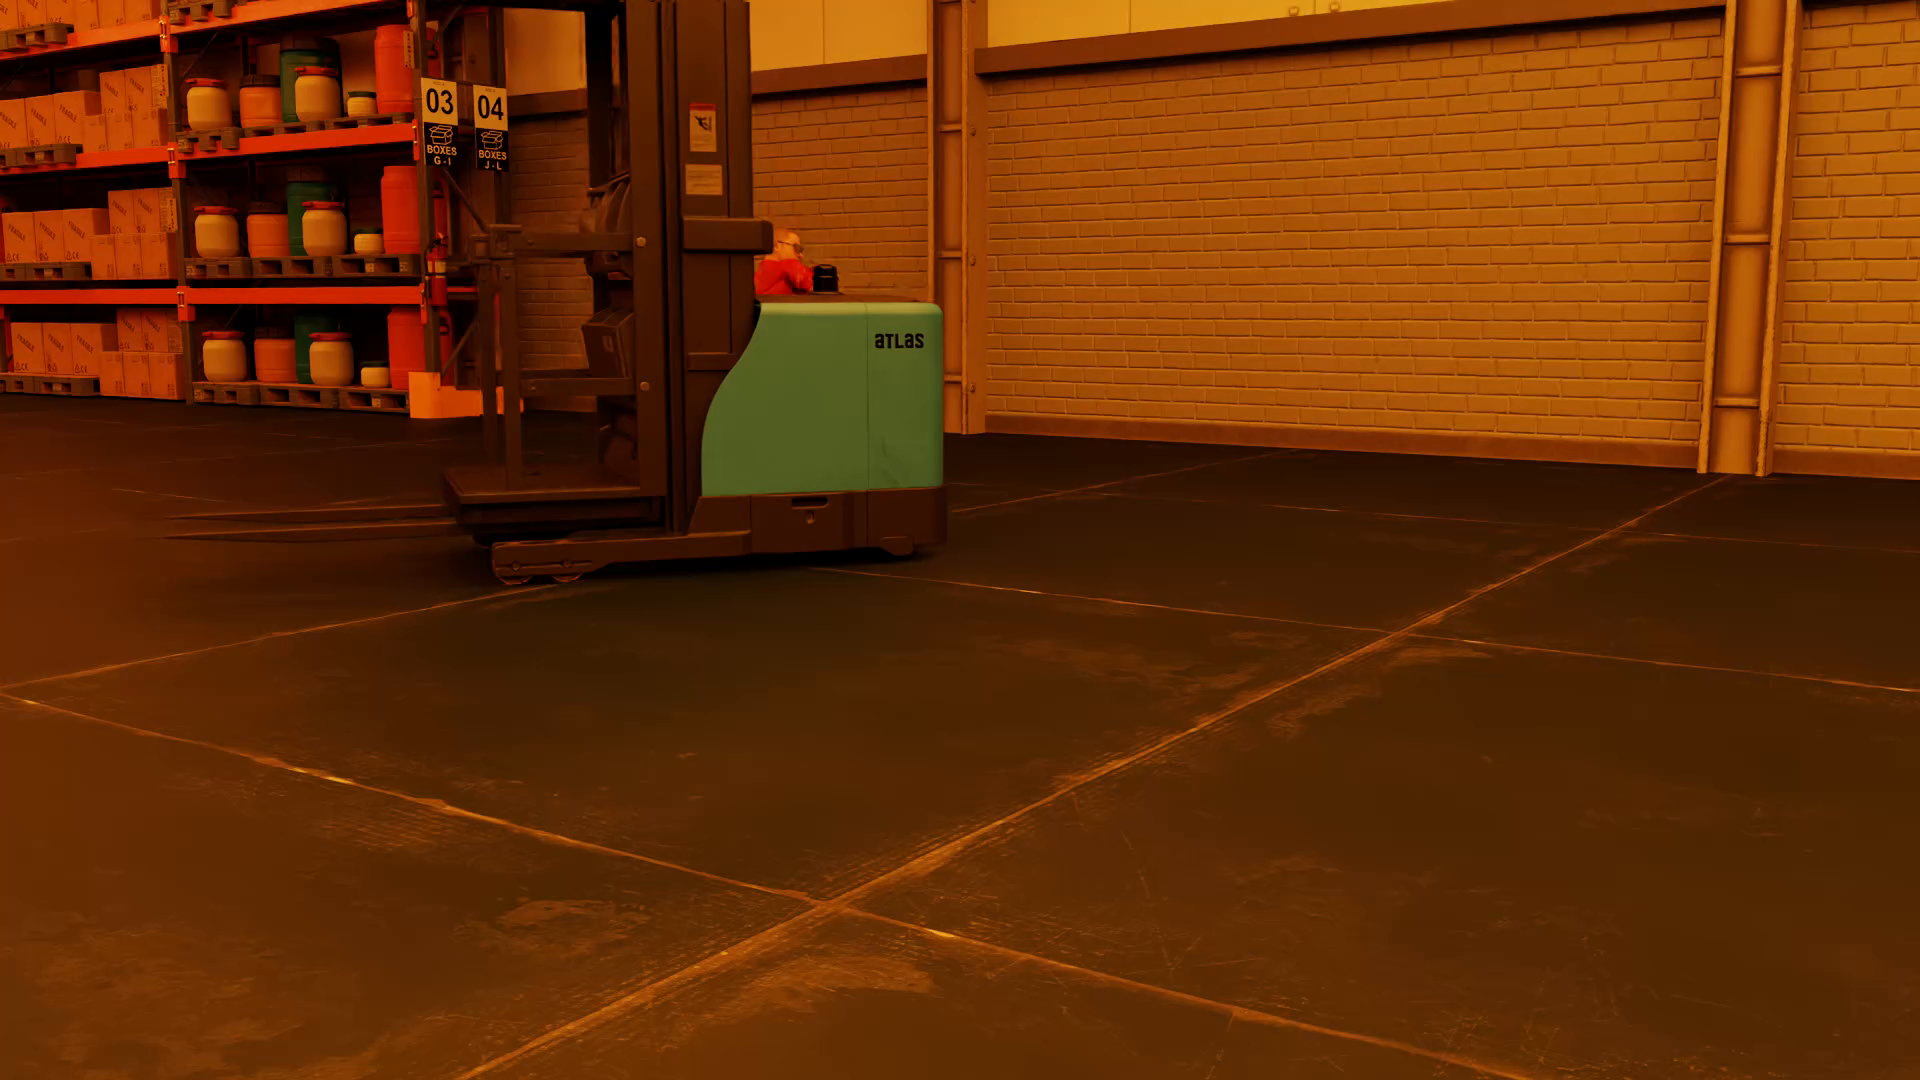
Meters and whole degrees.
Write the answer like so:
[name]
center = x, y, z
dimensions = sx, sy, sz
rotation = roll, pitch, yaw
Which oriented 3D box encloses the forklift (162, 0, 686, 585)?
[forklift]
center = -1.695, -1.325, 6.737
dimensions = 2.884, 2.867, 1.101
rotation = -3, 9, -20
